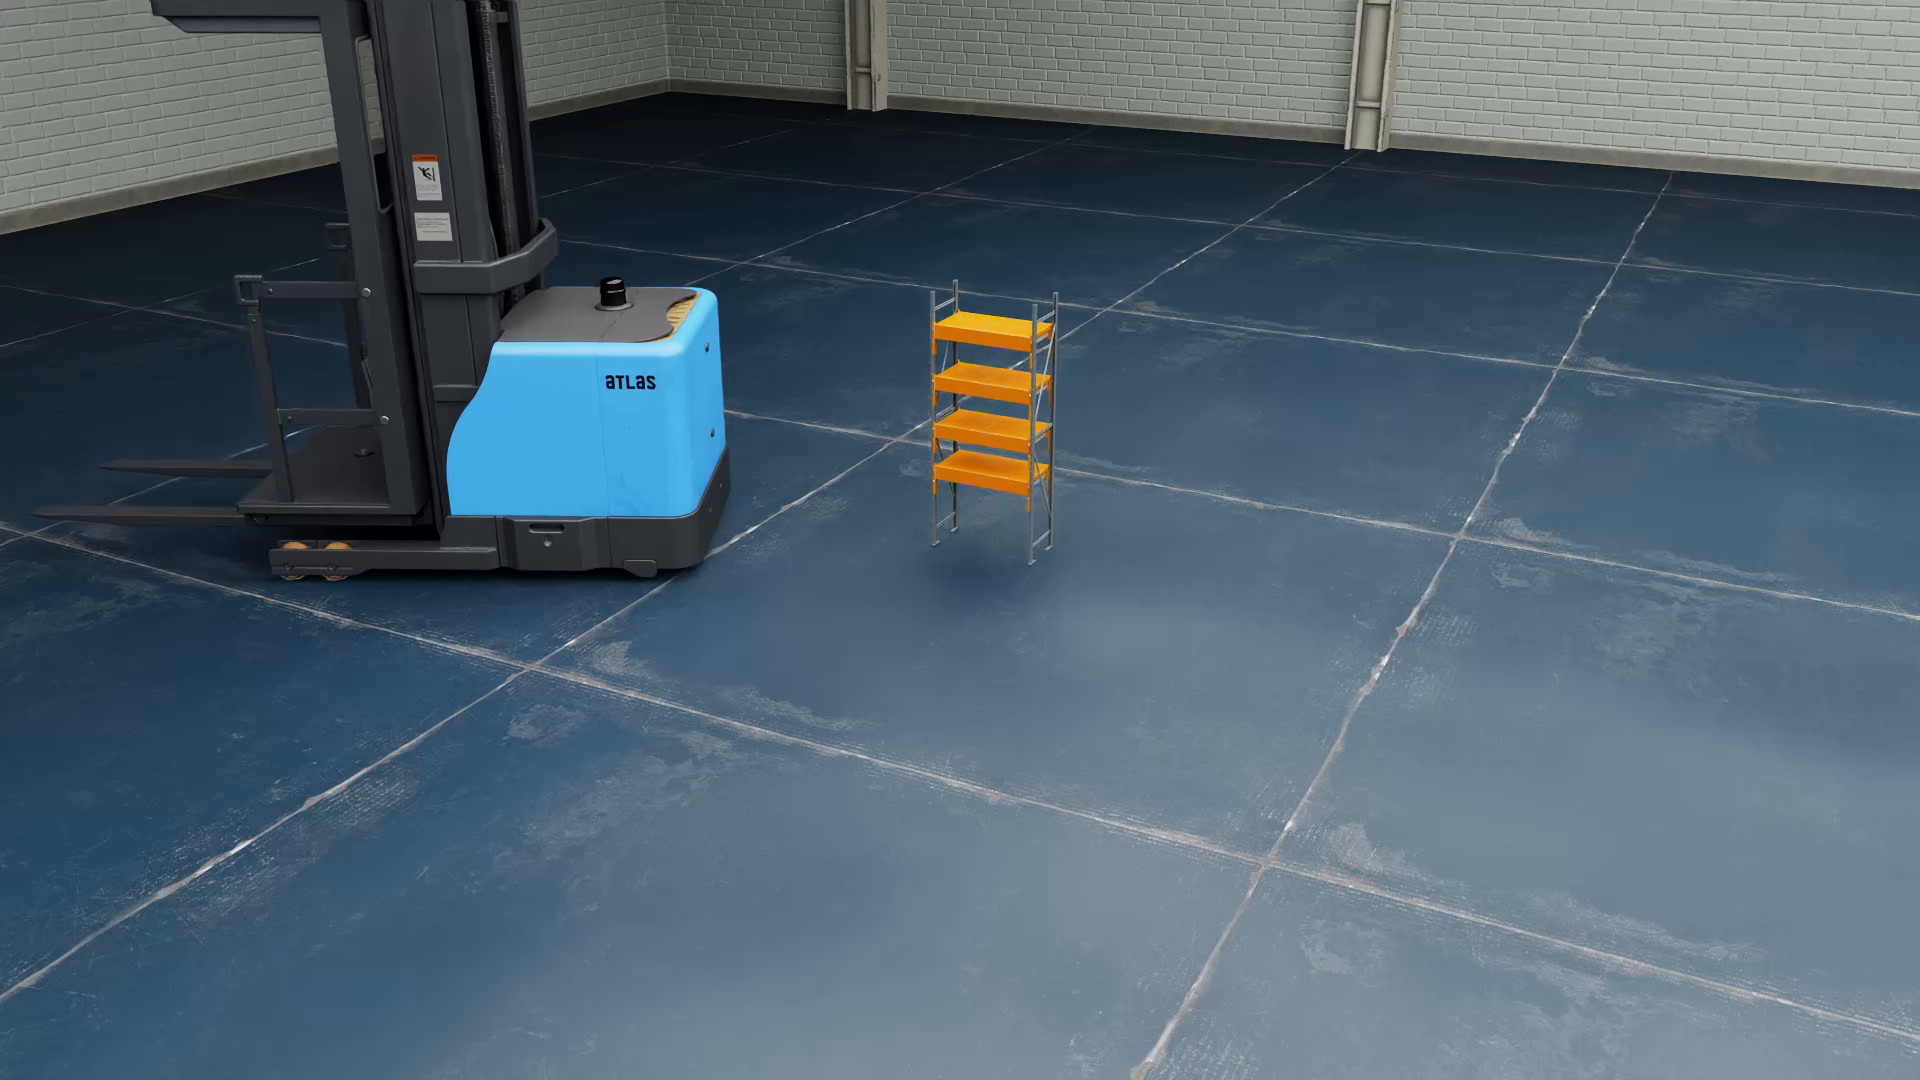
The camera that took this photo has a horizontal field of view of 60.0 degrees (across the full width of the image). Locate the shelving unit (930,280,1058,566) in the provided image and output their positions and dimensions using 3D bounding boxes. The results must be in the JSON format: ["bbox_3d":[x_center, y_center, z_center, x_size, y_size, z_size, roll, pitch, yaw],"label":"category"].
[{"bbox_3d":[0.148,-0.523,7.446,0.503,1.200,0.258,11,25,25],"label":"shelving unit"}]

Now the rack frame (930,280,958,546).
[{"bbox_3d":[-0.070,-0.566,7.548,0.015,1.200,0.240,11,25,25],"label":"rack frame"}]

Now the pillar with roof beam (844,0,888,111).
[{"bbox_3d":[-3.047,-7.796,14.583,0.400,9.000,9.100,11,25,25],"label":"pillar with roof beam"}]

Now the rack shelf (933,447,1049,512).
[{"bbox_3d":[0.148,-0.278,7.551,0.480,0.148,0.258,11,25,25],"label":"rack shelf"}]

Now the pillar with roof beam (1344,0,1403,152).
[{"bbox_3d":[2.308,-6.737,12.092,0.400,9.000,9.100,11,25,25],"label":"pillar with roof beam"}]

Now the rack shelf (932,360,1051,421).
[{"bbox_3d":[0.148,-0.667,7.385,0.480,0.148,0.258,11,25,25],"label":"rack shelf"}]

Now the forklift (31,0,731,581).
[{"bbox_3d":[-2.646,-1.375,7.238,3.031,2.935,1.130,1,23,1],"label":"forklift"}]

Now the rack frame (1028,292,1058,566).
[{"bbox_3d":[0.365,-0.480,7.345,0.015,1.200,0.240,11,25,25],"label":"rack frame"}]

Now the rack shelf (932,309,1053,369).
[{"bbox_3d":[0.148,-0.885,7.293,0.480,0.148,0.258,11,25,25],"label":"rack shelf"}]

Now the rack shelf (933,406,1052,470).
[{"bbox_3d":[0.148,-0.461,7.473,0.480,0.148,0.258,11,25,25],"label":"rack shelf"}]
